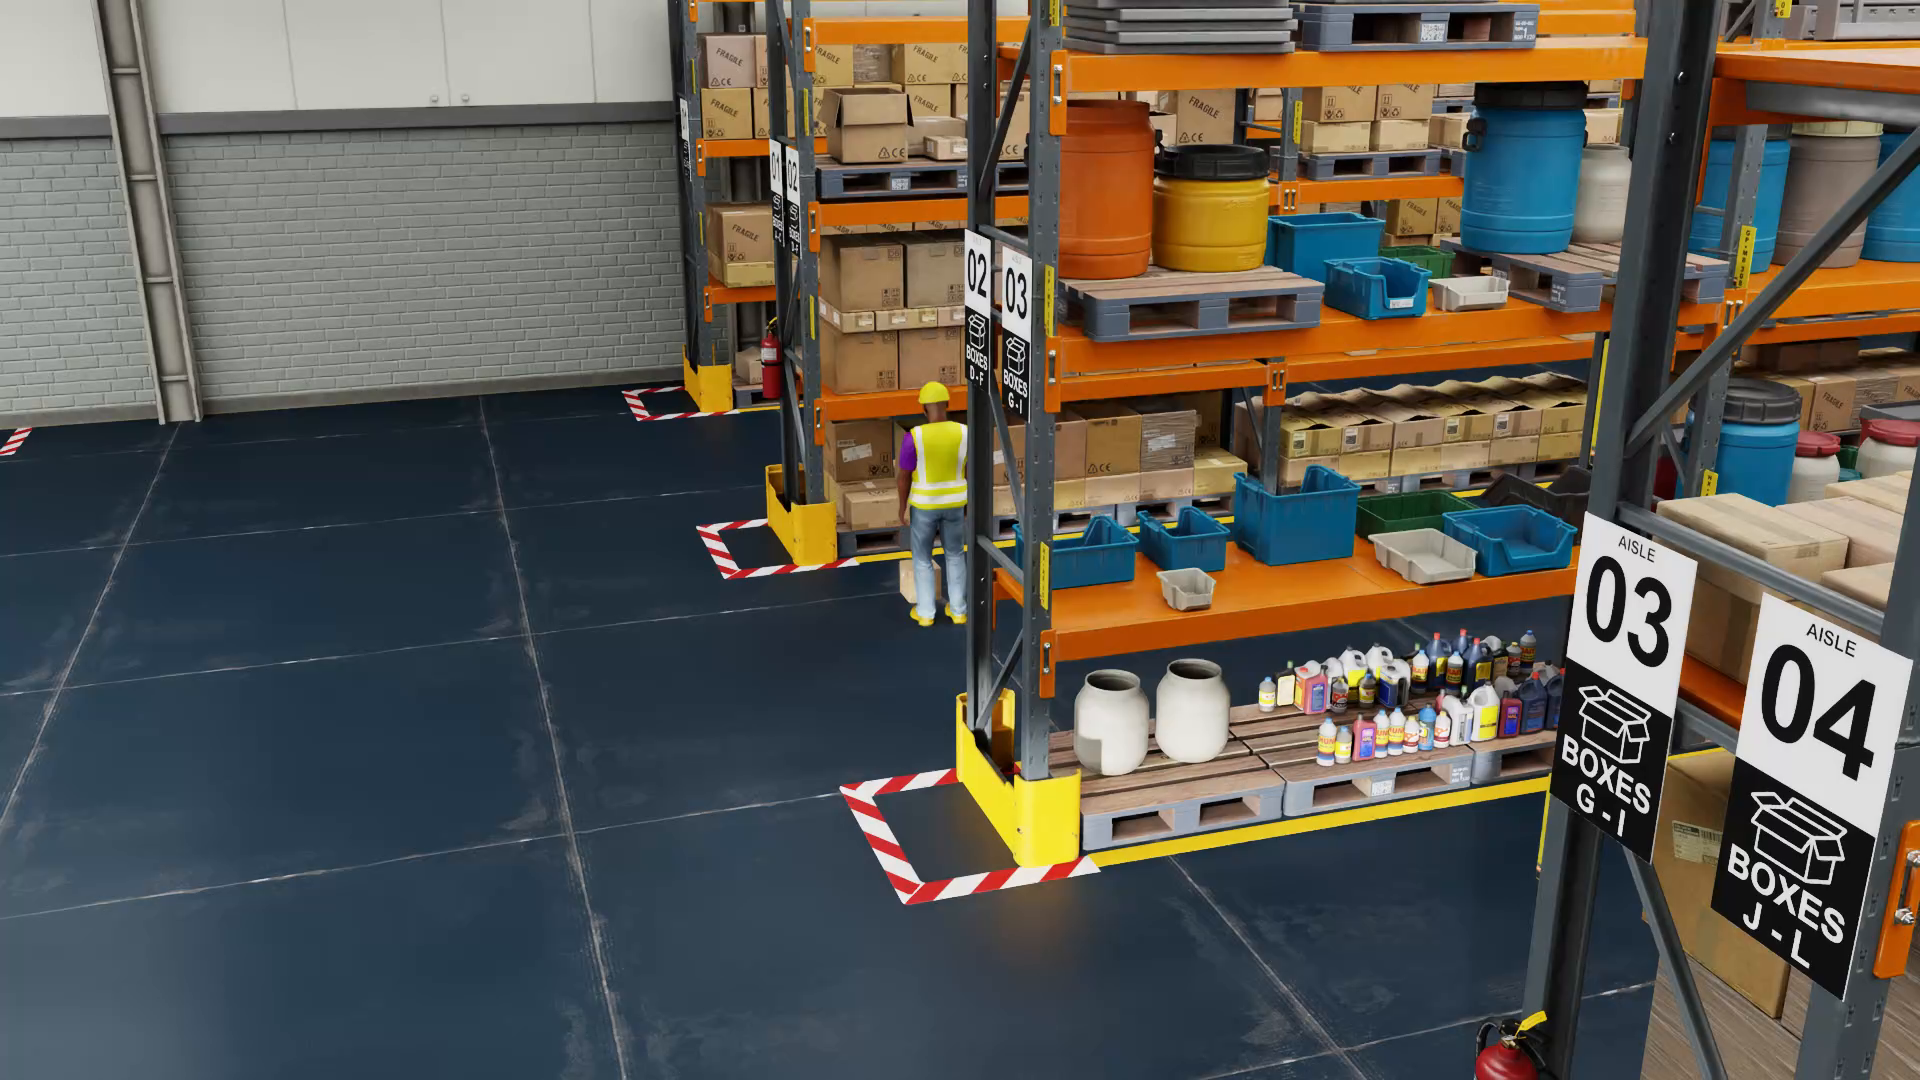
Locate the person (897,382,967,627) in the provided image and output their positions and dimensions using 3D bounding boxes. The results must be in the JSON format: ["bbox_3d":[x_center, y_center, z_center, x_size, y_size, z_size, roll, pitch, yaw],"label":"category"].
[{"bbox_3d":[-0.169,-0.258,11.779,0.566,1.762,0.362,-6,20,-16],"label":"person"}]
